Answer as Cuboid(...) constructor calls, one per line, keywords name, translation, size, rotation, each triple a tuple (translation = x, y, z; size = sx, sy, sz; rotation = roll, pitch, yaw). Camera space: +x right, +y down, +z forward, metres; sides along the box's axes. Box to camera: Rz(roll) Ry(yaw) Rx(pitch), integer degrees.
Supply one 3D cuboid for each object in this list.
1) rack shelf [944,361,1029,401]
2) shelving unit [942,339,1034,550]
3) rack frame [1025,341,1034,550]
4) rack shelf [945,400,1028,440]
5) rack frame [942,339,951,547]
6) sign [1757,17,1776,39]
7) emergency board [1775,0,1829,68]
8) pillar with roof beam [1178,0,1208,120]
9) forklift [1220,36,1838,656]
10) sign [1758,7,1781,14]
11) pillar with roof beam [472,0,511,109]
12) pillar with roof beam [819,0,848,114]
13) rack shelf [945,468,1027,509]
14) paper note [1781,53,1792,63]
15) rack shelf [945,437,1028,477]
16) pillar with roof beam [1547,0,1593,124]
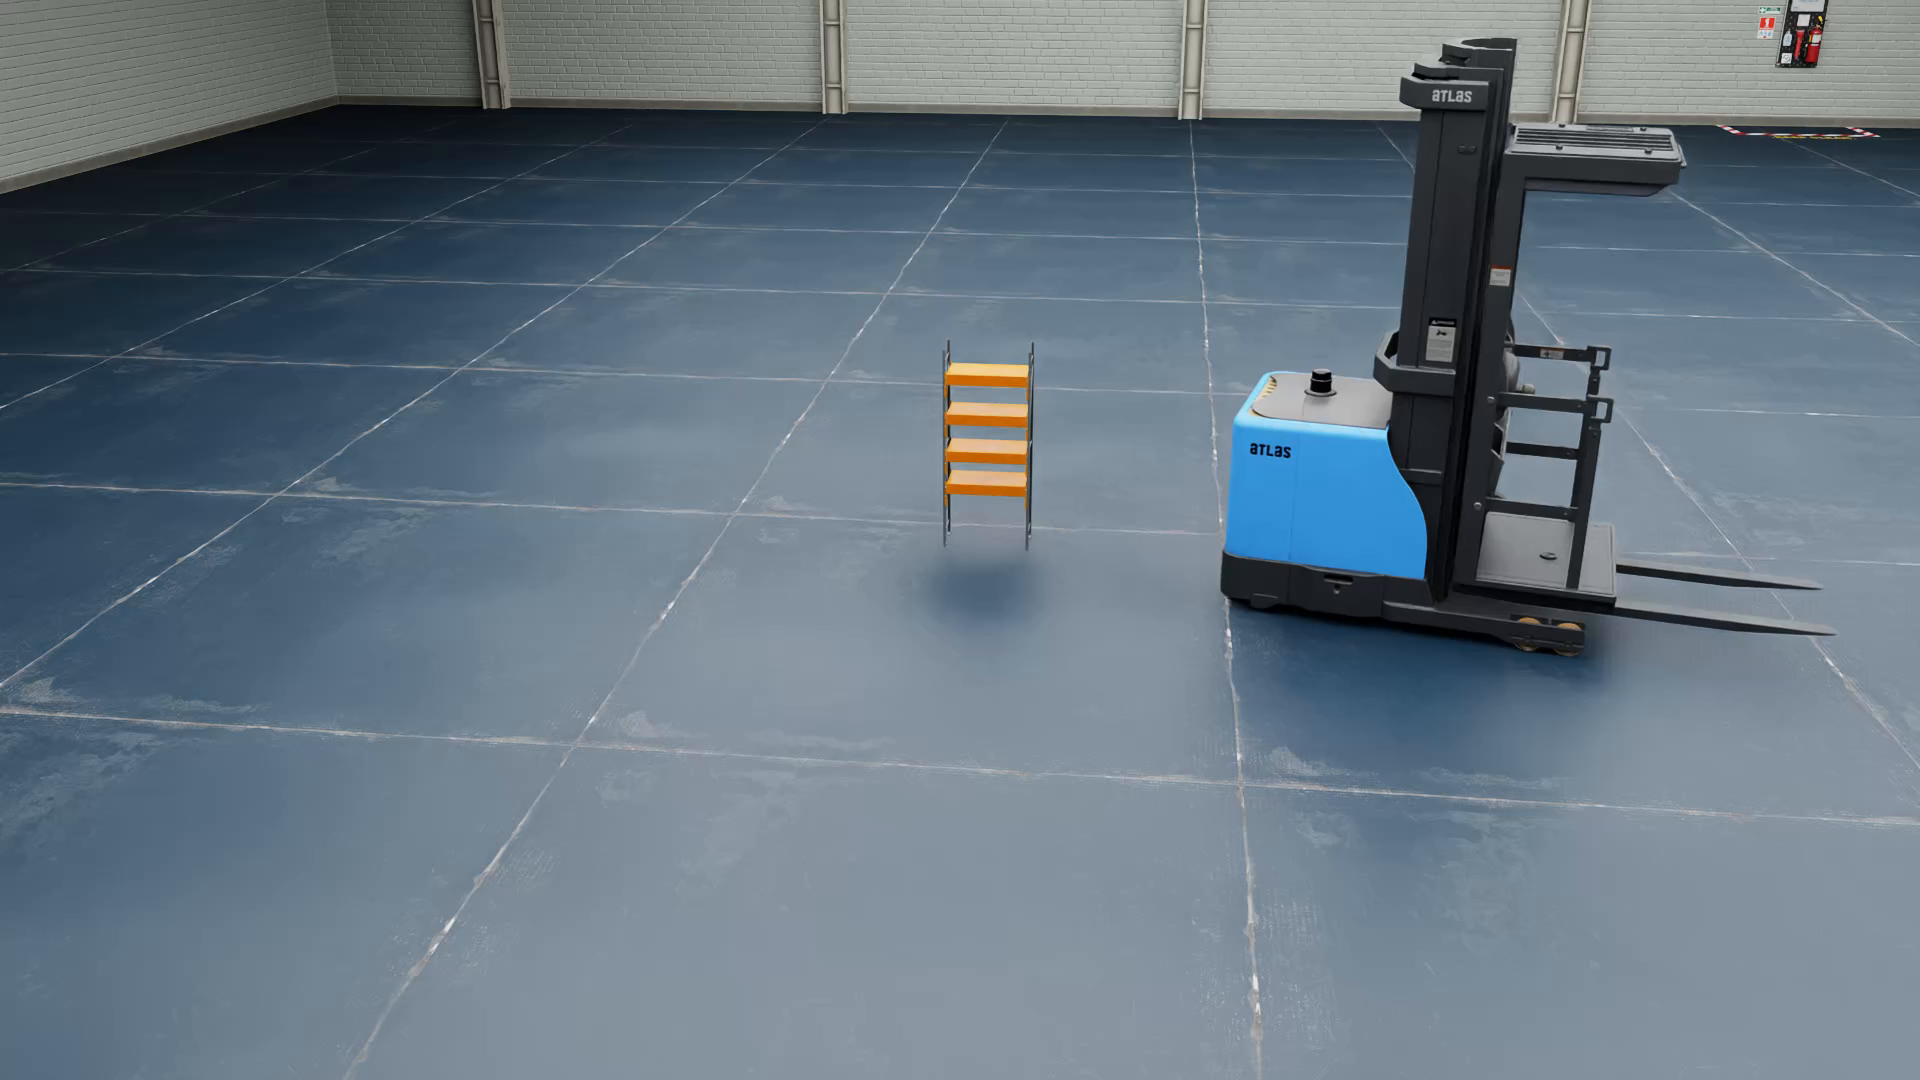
Cuboid(name="rack shelf", translation=(0.164, -0.916, 9.557), size=(0.480, 0.148, 0.258), rotation=(2, 22, 6))
Cuboid(name="shelving unit", translation=(0.164, -0.551, 9.701), size=(0.503, 1.200, 0.258), rotation=(2, 22, 6))
Cuboid(name="rack frame", translation=(0.407, -0.540, 9.674), size=(0.015, 1.200, 0.240), rotation=(2, 22, 6))
Cuboid(name="rack shelf", translation=(0.164, -0.696, 9.644), size=(0.480, 0.148, 0.258), rotation=(2, 22, 6))
Cuboid(name="rack frame", translation=(-0.078, -0.561, 9.728), size=(0.015, 1.200, 0.240), rotation=(2, 22, 6))
Cuboid(name="sign", translation=(12.764, -8.108, 26.321), size=(0.234, 0.329, 0.001), rotation=(2, 22, 6))
Cuboid(name="emergency board", translation=(13.301, -8.030, 26.172), size=(0.643, 1.169, 0.194), rotation=(2, 22, 6))
Cuboid(name="pillar with roof beam", translation=(3.328, -9.647, 22.101), size=(0.400, 9.000, 9.100), rotation=(2, 22, 6))
Cuboid(name="forklift", translation=(2.990, -0.992, 8.463), size=(3.031, 2.935, 1.130), rotation=(7, 23, 18))
Cuboid(name="sign", translation=(12.768, -8.351, 26.215), size=(0.331, 0.109, 0.001), rotation=(2, 22, 6))
Cuboid(name="pillar with roof beam", translation=(-8.589, -10.166, 23.414), size=(0.400, 9.000, 9.100), rotation=(2, 22, 6))
Cuboid(name="pillar with roof beam", translation=(-2.631, -9.906, 22.757), size=(0.400, 9.000, 9.100), rotation=(2, 22, 6))
Cuboid(name="rack shelf", translation=(0.164, -0.304, 9.799), size=(0.480, 0.148, 0.258), rotation=(2, 22, 6))
Cuboid(name="paper note", translation=(13.134, -7.653, 26.417), size=(0.142, 0.148, 0.016), rotation=(2, 22, 6))
Cuboid(name="rack shelf", translation=(0.164, -0.488, 9.726), size=(0.480, 0.148, 0.258), rotation=(2, 22, 6))
Cuboid(name="pillar with roof beam", translation=(9.286, -9.387, 21.444), size=(0.400, 9.000, 9.100), rotation=(2, 22, 6))
